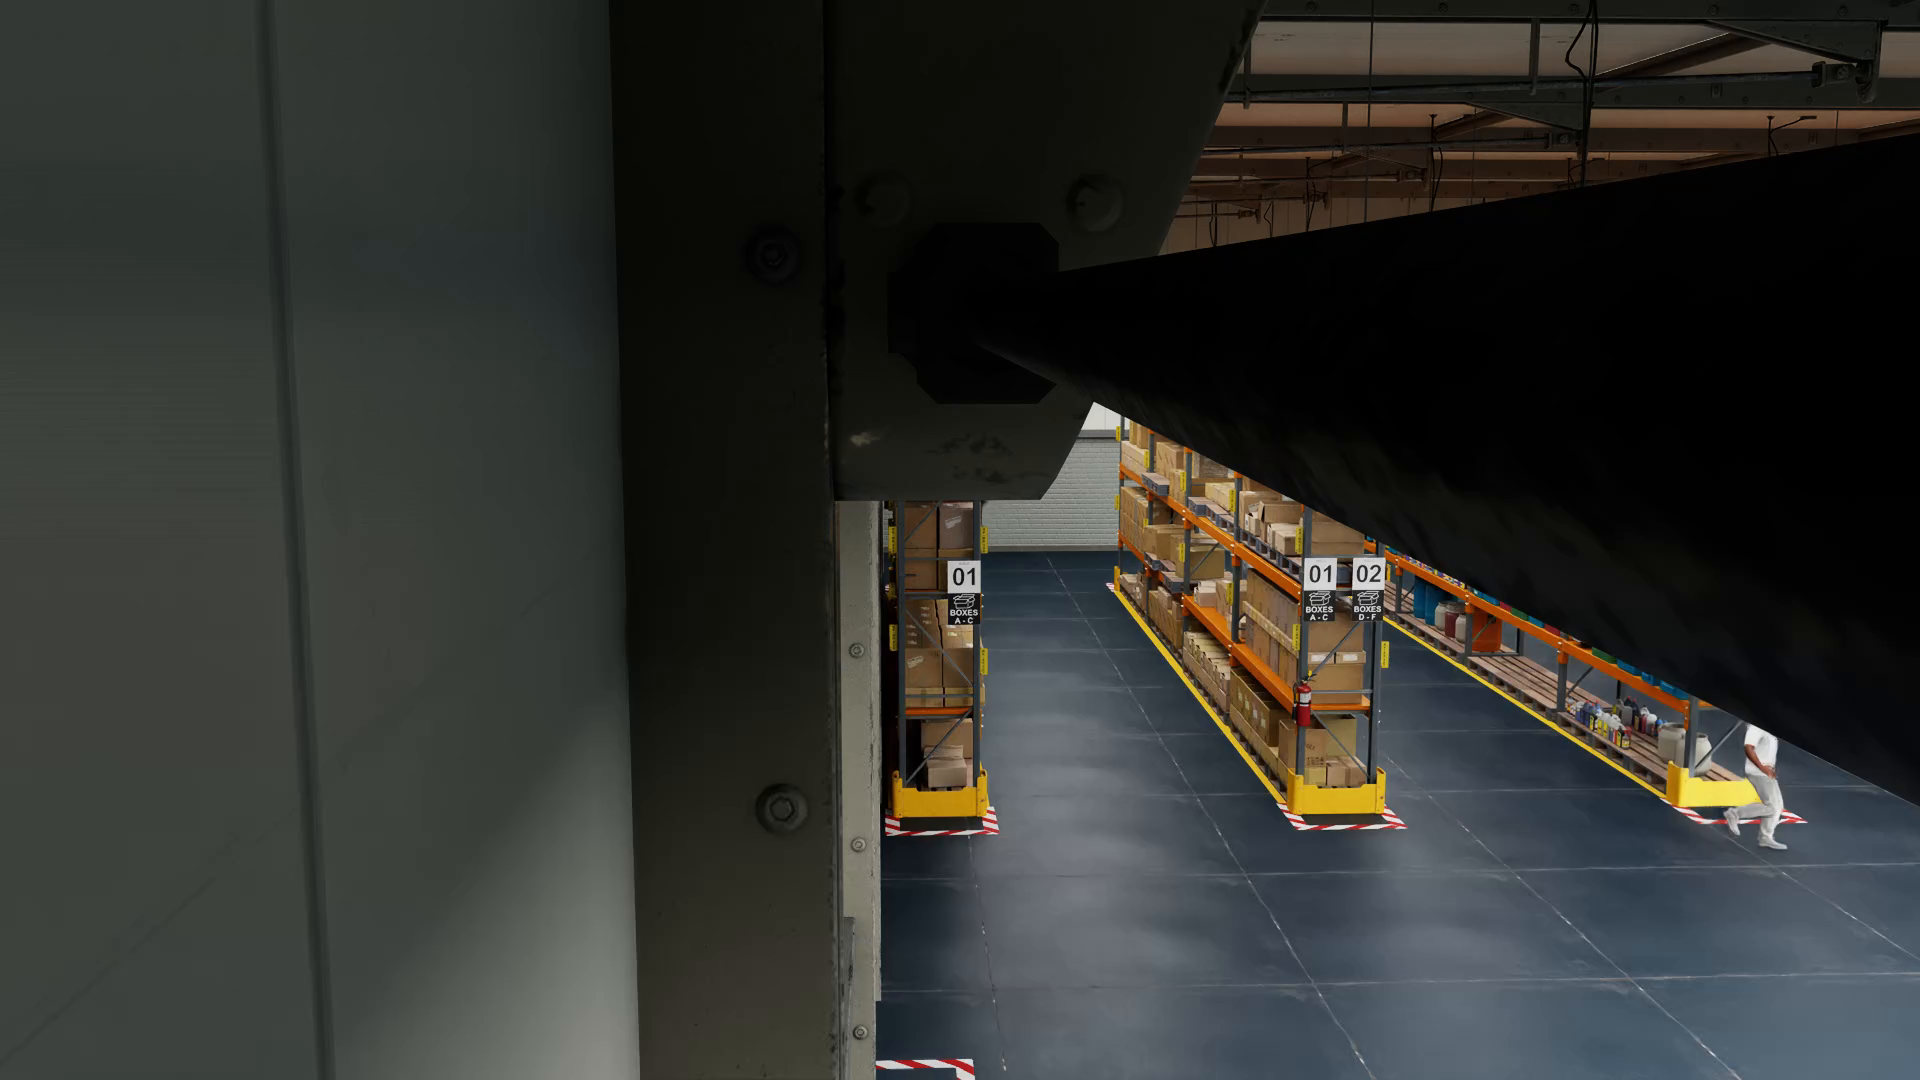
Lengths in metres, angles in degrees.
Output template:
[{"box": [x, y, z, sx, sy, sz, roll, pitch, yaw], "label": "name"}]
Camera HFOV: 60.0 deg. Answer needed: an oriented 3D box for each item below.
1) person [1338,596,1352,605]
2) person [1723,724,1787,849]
[{"box": [6.829, 1.144, 29.942, 0.692, 1.841, 0.842, -2, 8, -13], "label": "person"}, {"box": [9.369, 2.703, 19.471, 0.696, 1.699, 0.749, 5, 9, 30], "label": "person"}]
